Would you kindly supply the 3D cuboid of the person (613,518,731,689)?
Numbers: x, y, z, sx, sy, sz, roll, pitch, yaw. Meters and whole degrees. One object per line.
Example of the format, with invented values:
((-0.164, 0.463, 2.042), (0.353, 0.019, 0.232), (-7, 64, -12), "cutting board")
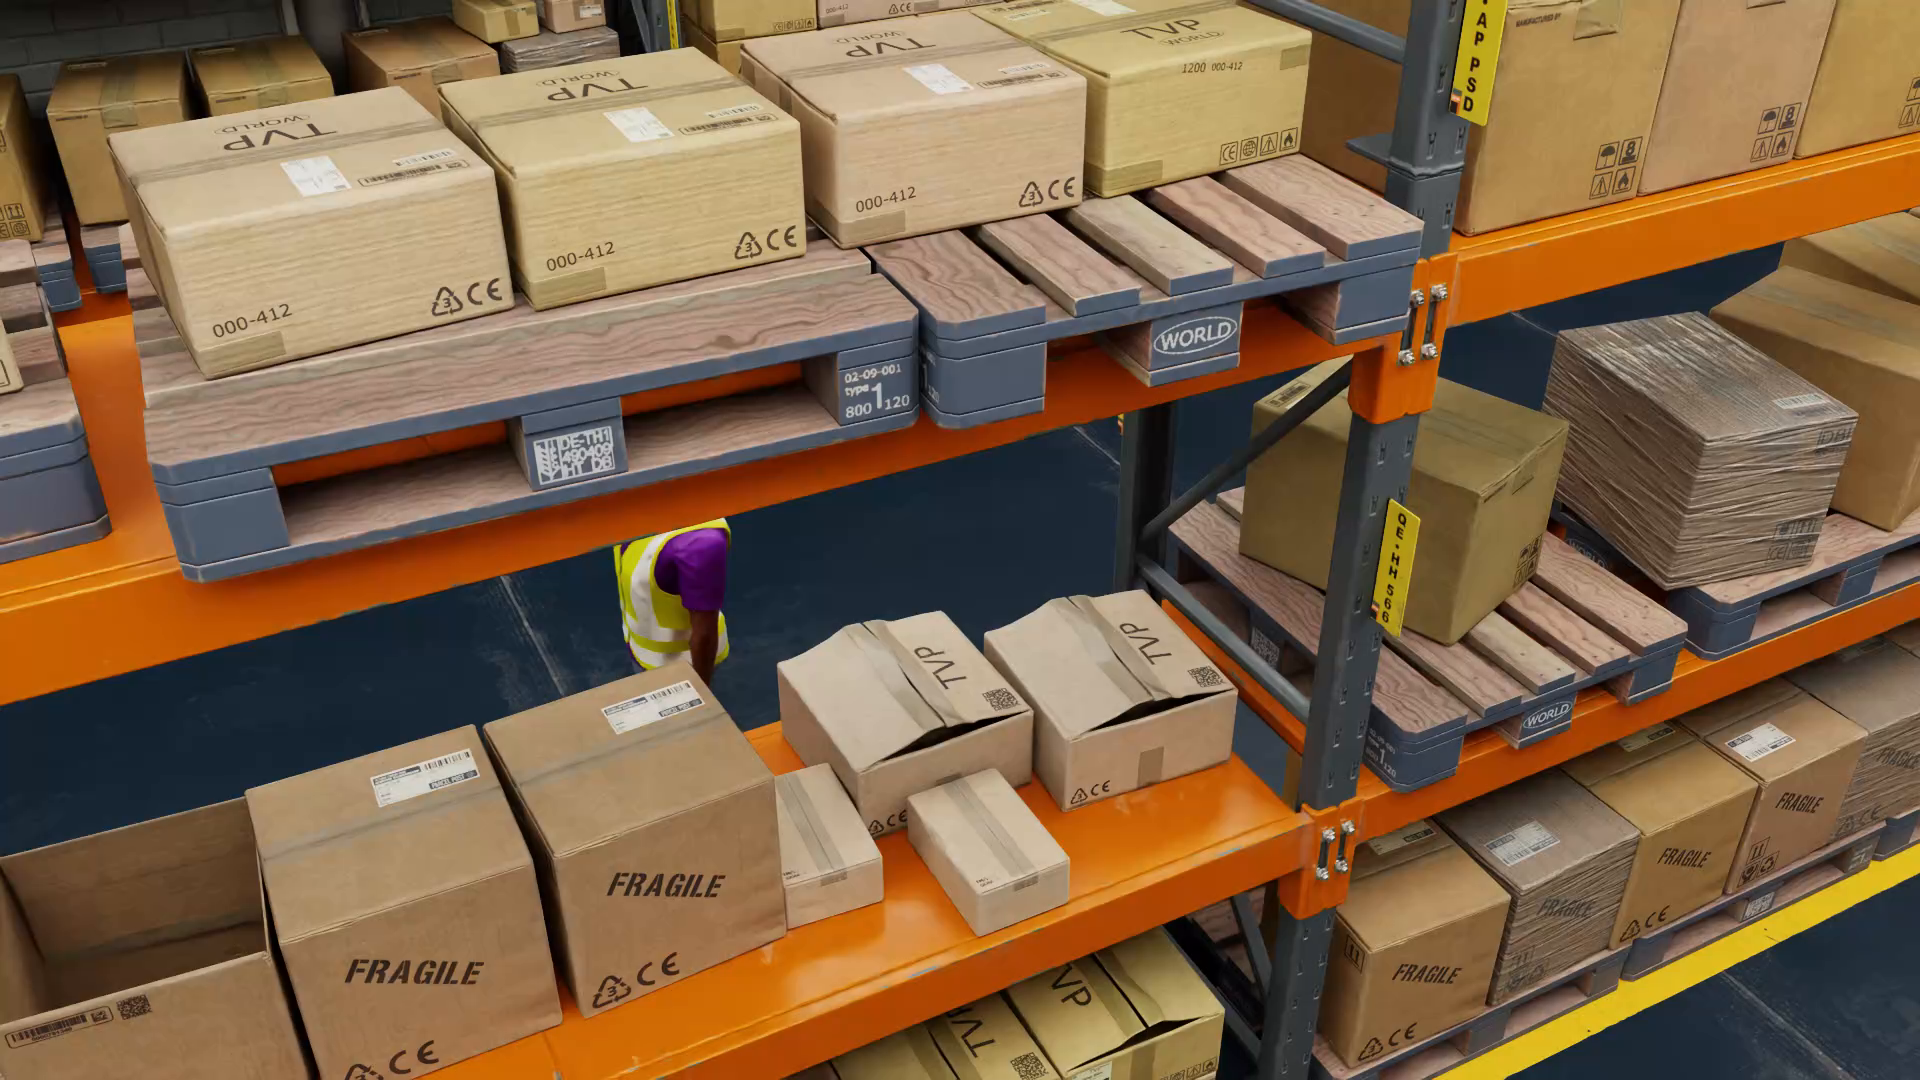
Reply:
((-0.961, 0.387, 5.593), (0.397, 1.824, 0.562), (-15, 36, -22), "person")
